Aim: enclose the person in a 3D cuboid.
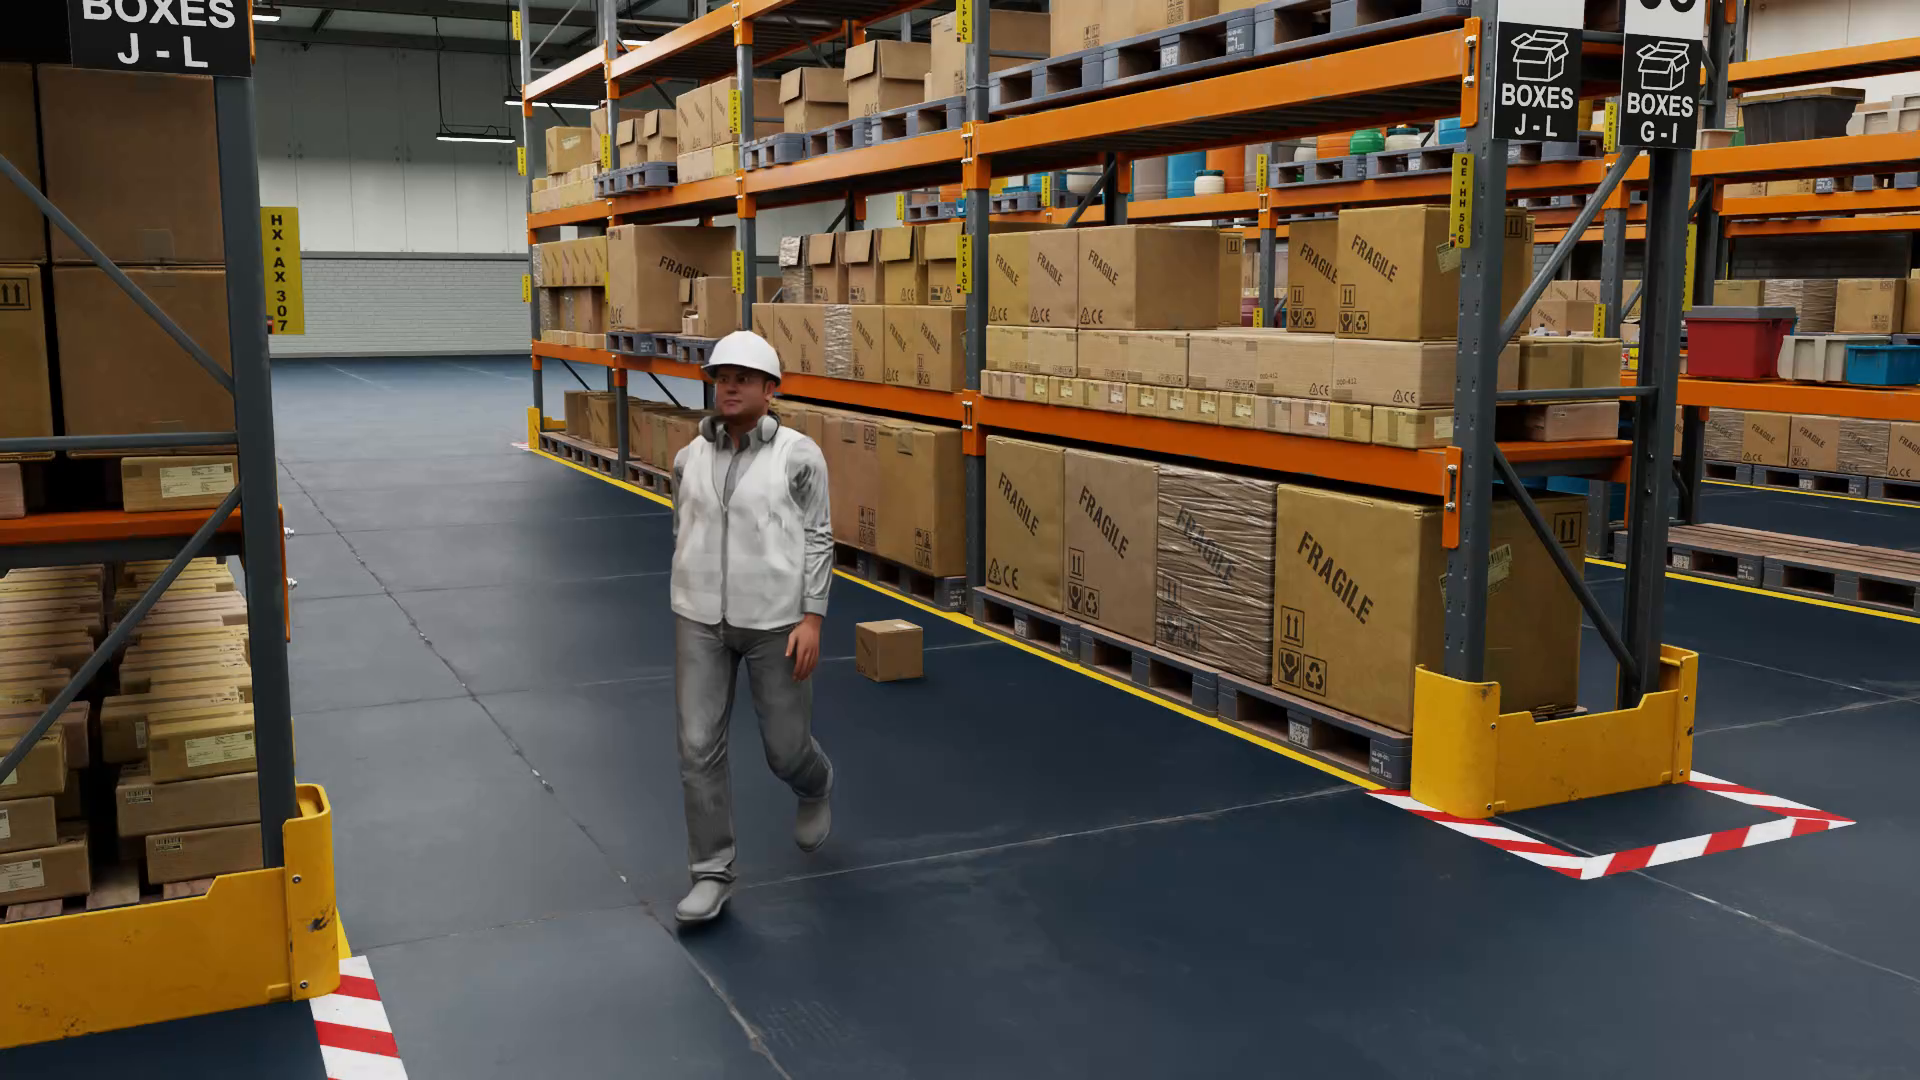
[{"bbox_3d":[-0.643,0.232,5.147,0.534,1.746,0.830,2,9,10],"label":"person"}]
